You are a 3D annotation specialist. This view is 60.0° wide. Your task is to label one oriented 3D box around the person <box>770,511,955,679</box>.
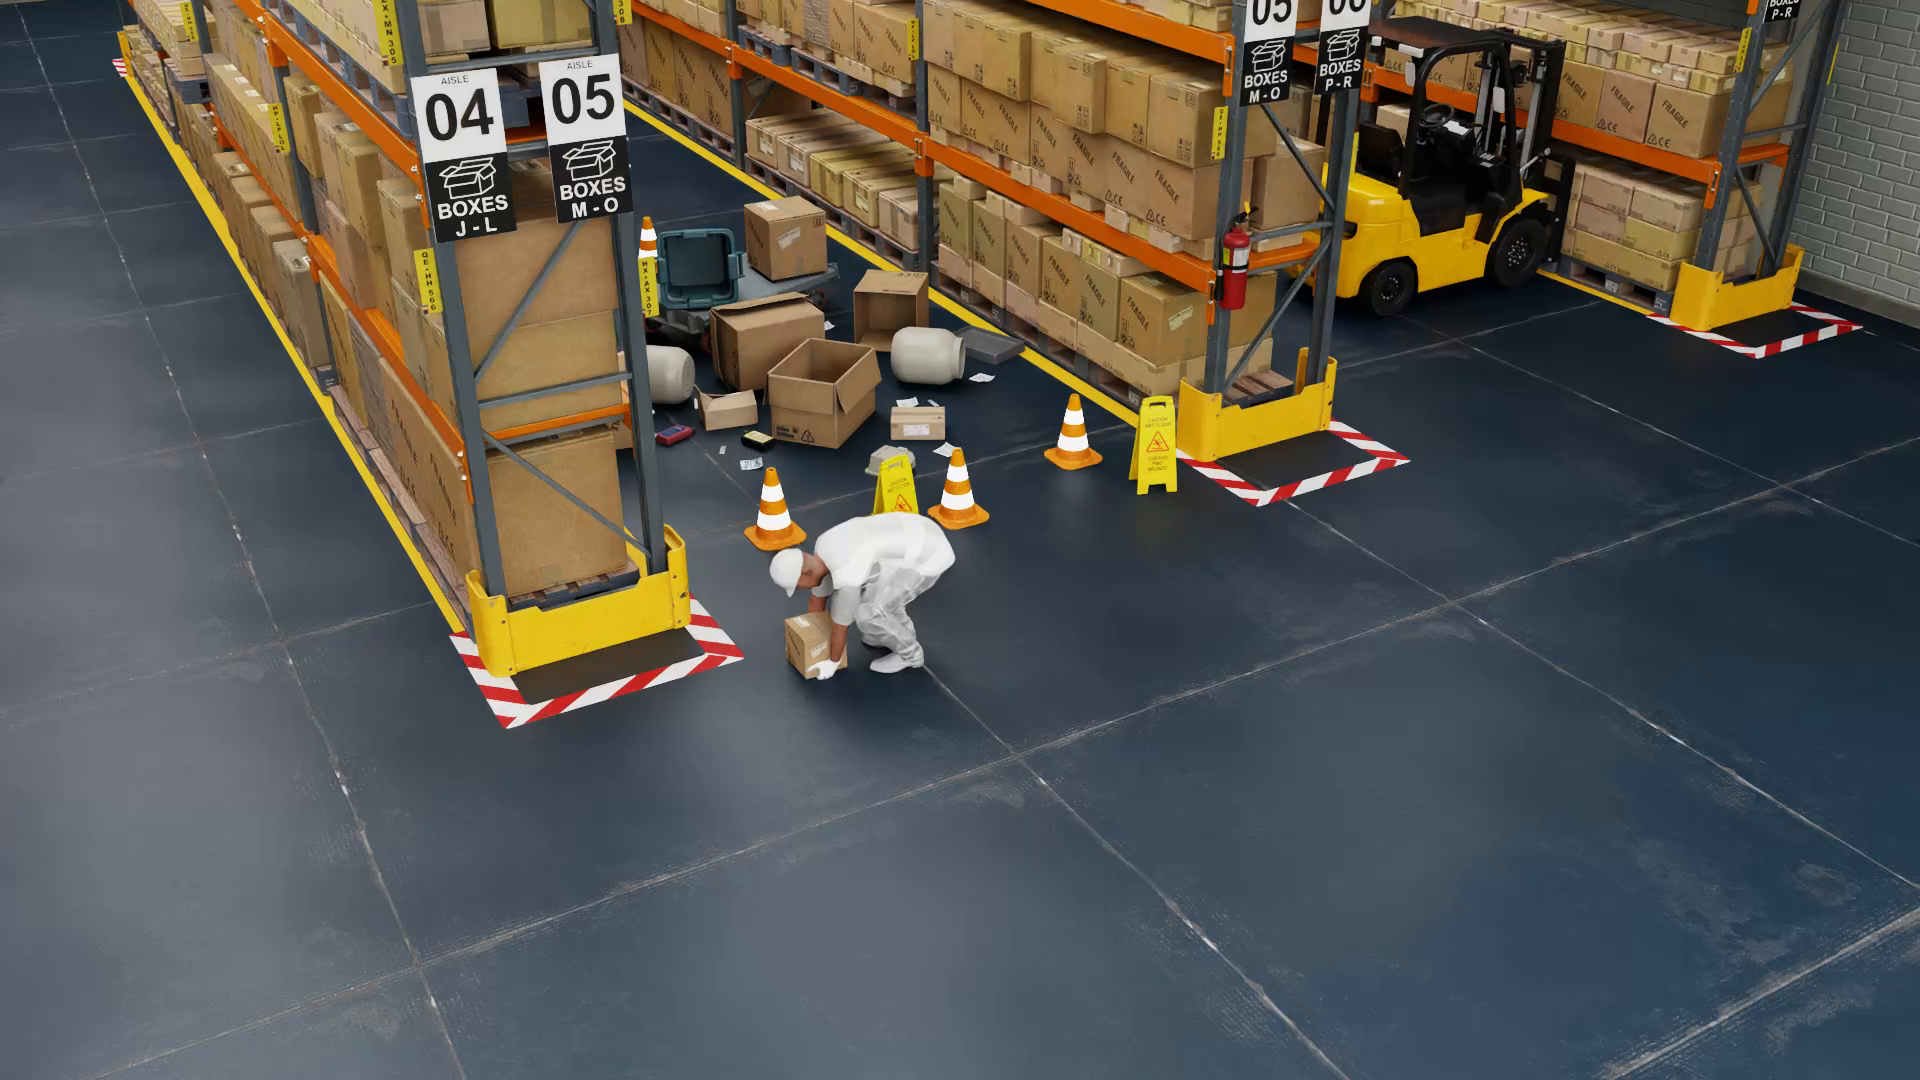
[{"bbox_3d":[-0.525,0.302,9.002,0.991,0.859,0.546,-7,29,-12],"label":"person"}]
